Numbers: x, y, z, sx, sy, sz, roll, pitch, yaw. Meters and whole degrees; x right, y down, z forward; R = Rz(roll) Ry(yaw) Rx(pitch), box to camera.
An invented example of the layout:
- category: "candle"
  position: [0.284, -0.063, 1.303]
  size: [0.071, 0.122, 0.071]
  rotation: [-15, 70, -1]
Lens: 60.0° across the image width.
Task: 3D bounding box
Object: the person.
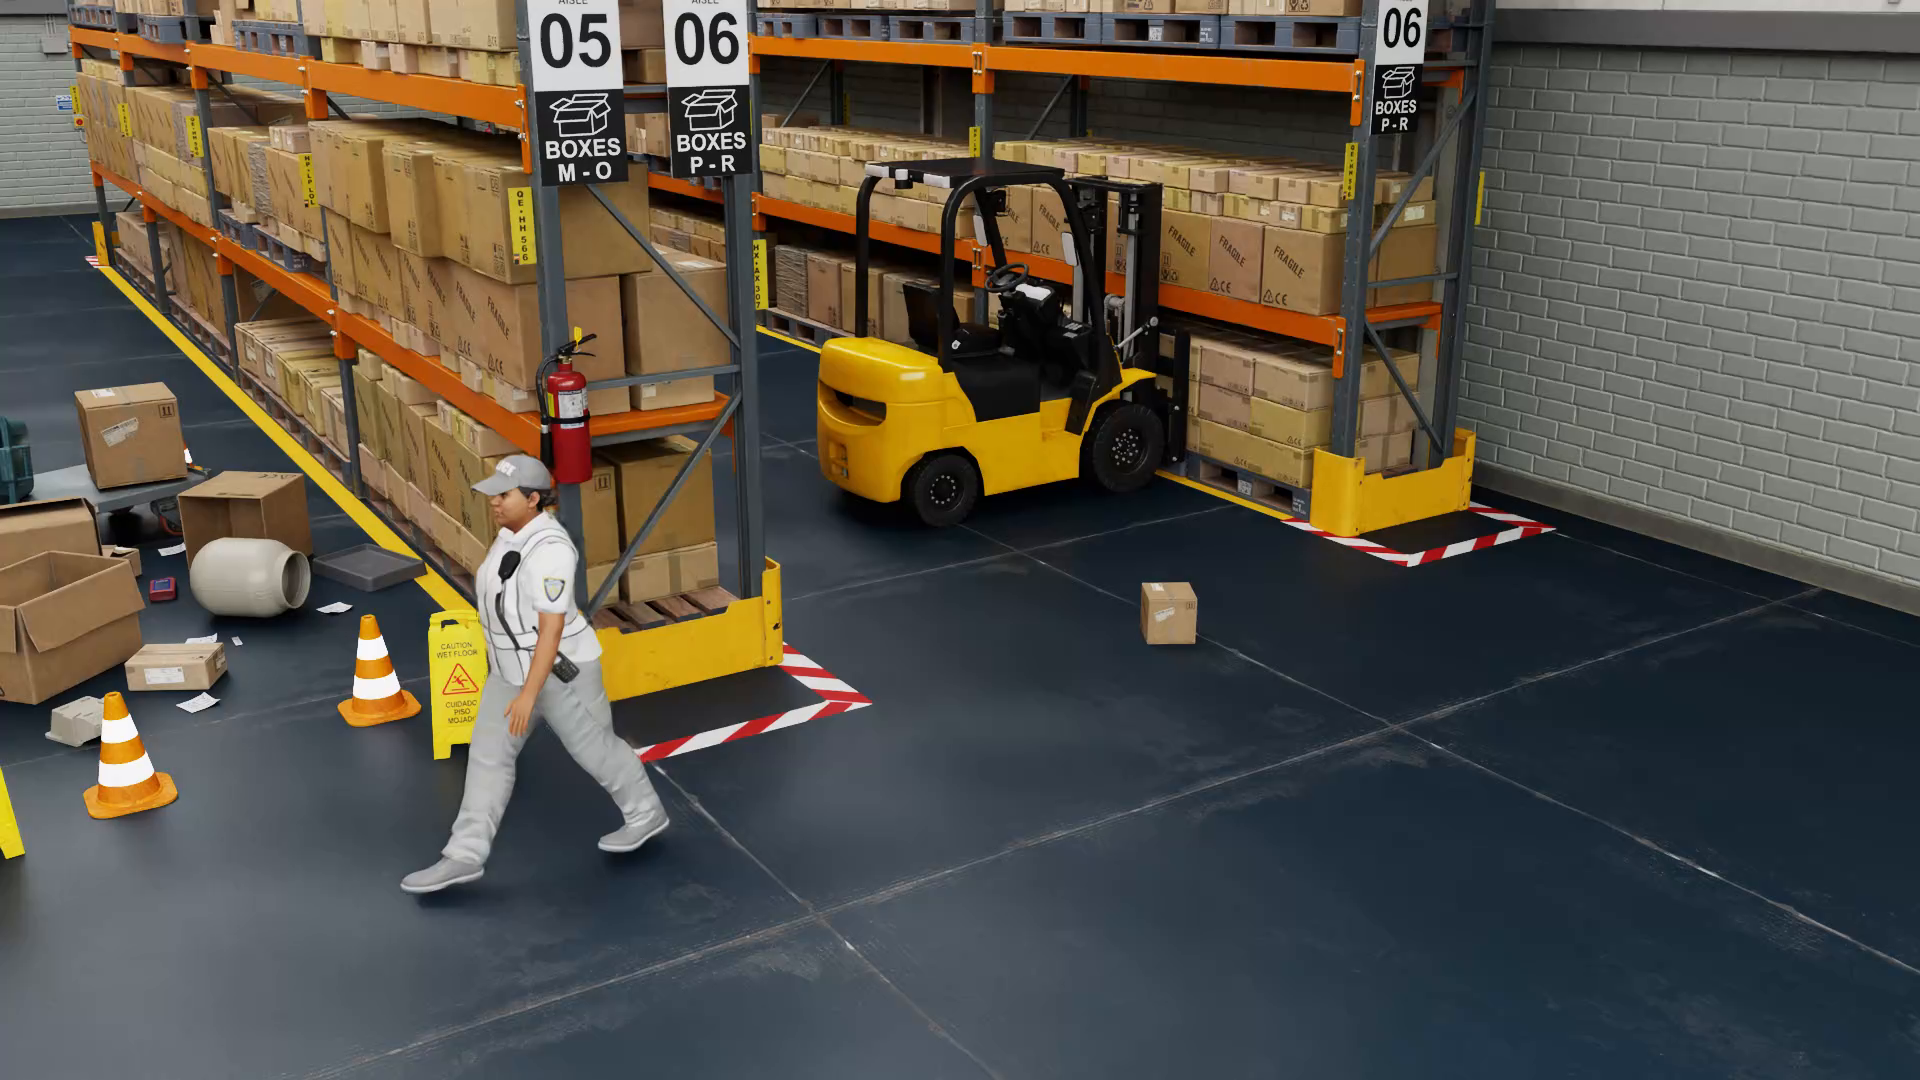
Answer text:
- category: "person"
  position: [-1.594, 0.475, 6.085]
  size: [1.001, 1.598, 0.526]
  rotation: [-15, 23, -37]
